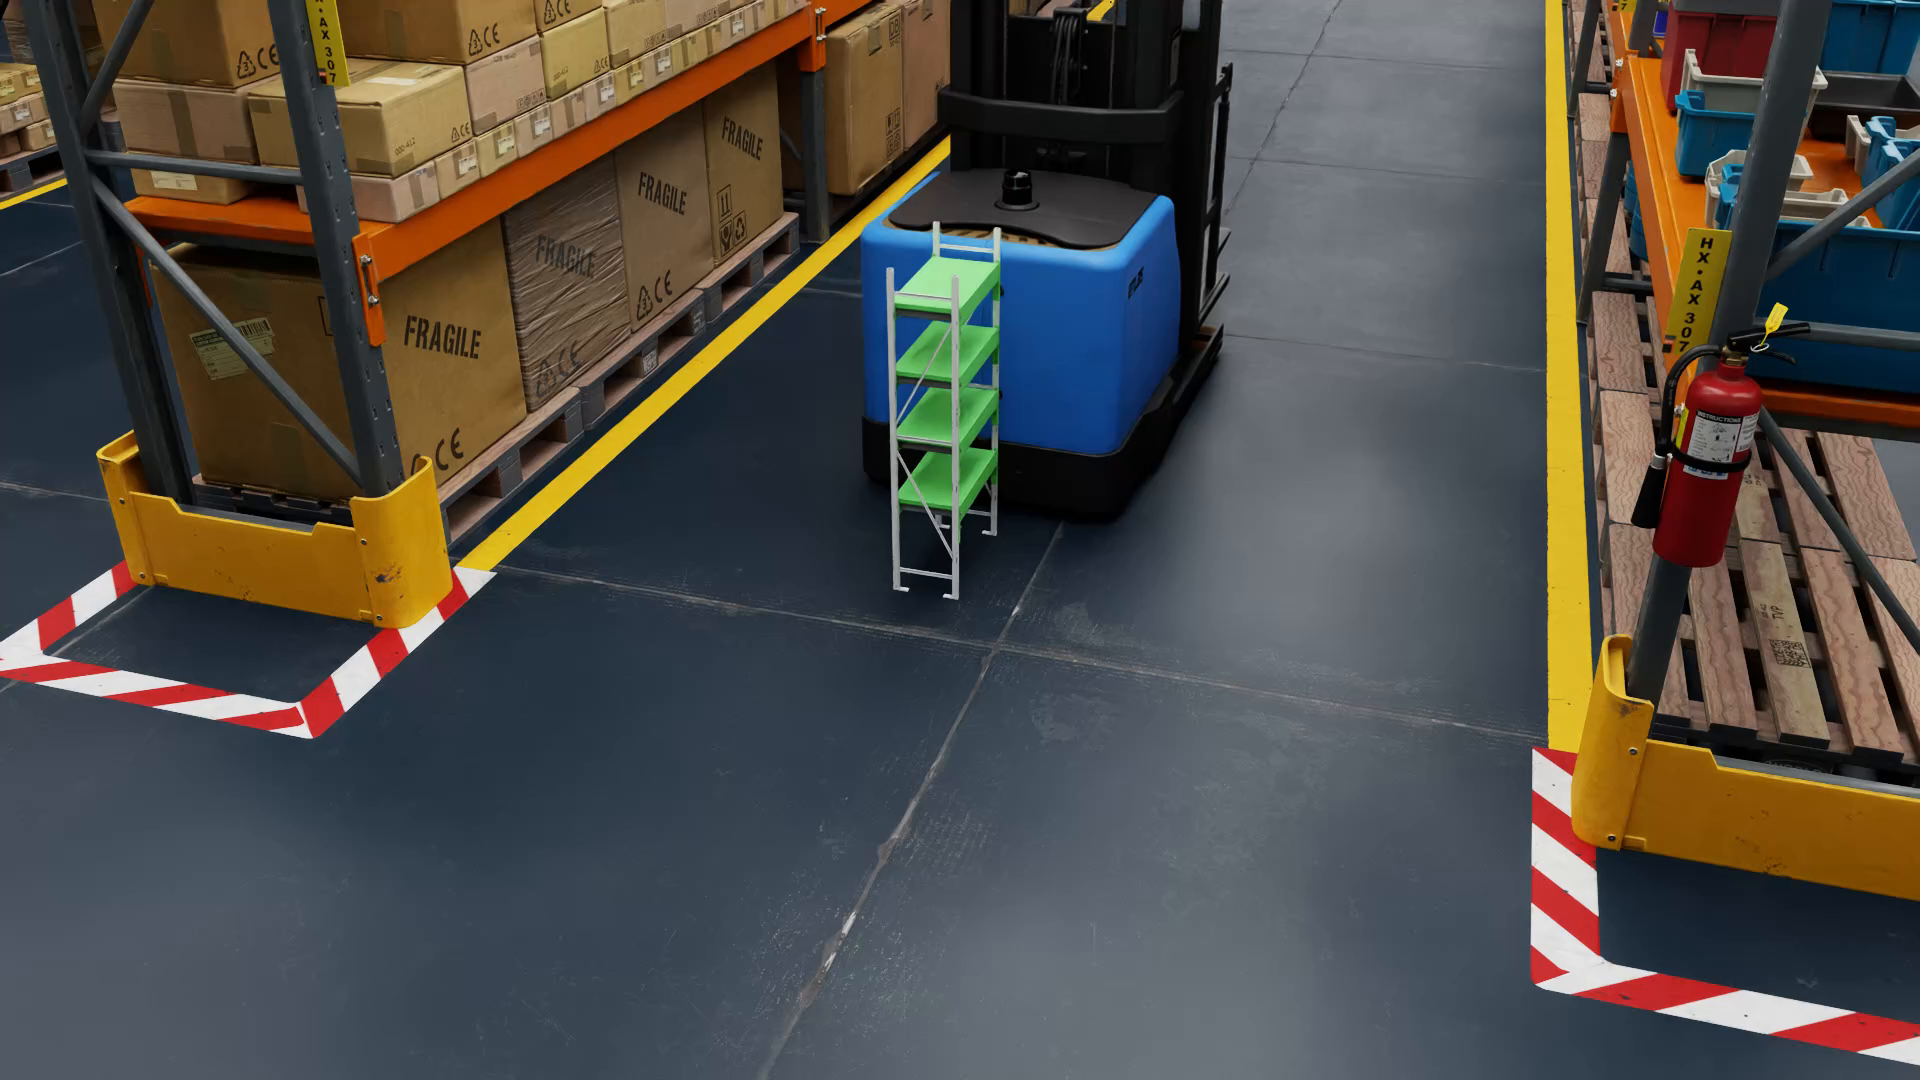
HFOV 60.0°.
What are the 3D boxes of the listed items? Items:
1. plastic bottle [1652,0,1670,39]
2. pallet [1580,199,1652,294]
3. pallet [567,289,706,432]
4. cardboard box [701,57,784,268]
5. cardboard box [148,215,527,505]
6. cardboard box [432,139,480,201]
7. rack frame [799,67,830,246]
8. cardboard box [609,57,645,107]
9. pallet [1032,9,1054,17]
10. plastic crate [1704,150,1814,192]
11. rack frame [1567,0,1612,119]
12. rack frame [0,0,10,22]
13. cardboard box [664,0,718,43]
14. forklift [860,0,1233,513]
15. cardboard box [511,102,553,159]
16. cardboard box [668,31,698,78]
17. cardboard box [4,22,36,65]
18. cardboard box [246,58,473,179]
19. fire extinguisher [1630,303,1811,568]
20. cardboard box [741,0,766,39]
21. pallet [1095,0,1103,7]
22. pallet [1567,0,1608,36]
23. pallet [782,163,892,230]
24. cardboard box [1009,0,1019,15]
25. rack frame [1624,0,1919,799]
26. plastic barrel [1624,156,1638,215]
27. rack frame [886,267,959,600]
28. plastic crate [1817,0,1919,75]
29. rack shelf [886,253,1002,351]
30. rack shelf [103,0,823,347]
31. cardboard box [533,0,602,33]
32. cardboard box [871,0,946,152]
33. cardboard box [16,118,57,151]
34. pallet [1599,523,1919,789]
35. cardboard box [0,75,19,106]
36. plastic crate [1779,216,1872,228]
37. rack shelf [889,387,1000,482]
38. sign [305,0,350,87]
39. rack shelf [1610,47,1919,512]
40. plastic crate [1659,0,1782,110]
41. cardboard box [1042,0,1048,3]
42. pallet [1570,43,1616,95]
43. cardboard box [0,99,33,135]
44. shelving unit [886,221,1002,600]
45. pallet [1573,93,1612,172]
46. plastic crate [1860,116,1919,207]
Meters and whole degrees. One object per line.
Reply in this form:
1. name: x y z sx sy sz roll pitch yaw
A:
1. plastic bottle: 3.321 -2.498 7.782 0.152 0.276 0.135 8 30 15
2. pallet: 3.780 -1.457 8.651 1.003 0.211 1.213 8 30 15
3. pallet: -1.875 -0.900 7.650 1.003 0.211 1.213 8 30 15
4. cardboard box: -1.491 -1.989 8.494 0.875 0.875 0.875 8 30 15
5. cardboard box: -2.284 -0.734 6.238 0.875 0.875 0.875 8 30 15
6. cardboard box: -1.901 -1.298 5.756 0.380 0.149 0.250 8 30 14
7. rack frame: -1.221 -3.029 8.610 1.000 3.000 0.127 8 30 15
8. cardboard box: -1.525 -1.894 6.827 0.380 0.149 0.250 8 30 14
9. pallet: 0.184 -4.033 13.282 1.003 0.211 1.213 8 30 15
10. plastic crate: 2.632 -1.185 5.505 0.298 0.136 0.250 8 30 15
11. rack frame: 4.688 -4.181 10.681 1.000 3.000 0.127 8 30 15
12. rack frame: -5.933 -3.784 9.967 1.000 3.000 0.127 8 30 15
13. cardboard box: -1.399 -2.373 7.279 0.500 0.250 0.500 9 30 16
14. forklift: 0.589 -2.084 6.981 1.130 2.935 3.031 10 31 17
15. cardboard box: -1.751 -1.538 6.188 0.380 0.149 0.250 8 30 14
16. cardboard box: -1.374 -2.134 7.259 0.380 0.149 0.250 8 30 14
17. cardboard box: -5.956 -3.255 11.155 0.500 0.500 0.500 8 30 14
18. cardboard box: -1.996 -1.419 5.564 0.500 0.250 0.500 8 30 14
19. fire extinguisher: 1.861 -0.262 4.098 0.296 0.674 0.183 8 30 15
20. cardboard box: -1.148 -2.492 7.903 0.380 0.149 0.250 8 30 14
21. pallet: 0.900 -5.167 15.320 1.003 0.211 1.213 8 30 15
22. pallet: 5.669 -4.451 14.035 1.003 0.211 1.213 8 30 15
23. pallet: -1.066 -2.180 9.952 1.003 0.211 1.213 8 30 15
24. cardboard box: -0.269 -3.826 11.795 1.225 0.875 0.875 7 30 13
25. rack frame: 2.340 -0.464 3.998 1.000 3.000 0.127 8 30 15
26. plastic barrel: 3.898 -2.169 8.789 0.600 0.901 0.708 8 30 15
27. rack frame: -0.120 -0.334 5.616 0.240 1.200 0.015 8 30 15
28. plastic crate: 3.703 -2.076 6.851 0.392 0.384 0.575 8 30 15
29. rack shelf: -0.049 -0.811 5.618 0.258 0.148 0.480 8 30 15
30. rack shelf: -1.808 -1.786 7.114 1.077 0.370 4.000 8 30 15
31. cardboard box: -1.703 -2.221 6.234 0.500 0.500 0.500 8 30 14
32. cardboard box: -0.791 -3.000 10.311 1.225 0.875 0.875 7 30 13
33. cardboard box: -5.722 -2.491 10.143 0.380 0.149 0.250 9 30 16
34. pallet: 2.619 0.377 5.355 1.003 0.211 1.213 8 30 15
35. cardboard box: -5.825 -2.655 9.825 0.380 0.149 0.250 9 30 15
36. plastic crate: 2.505 -0.912 5.014 0.396 0.136 0.243 8 30 15
37. rack shelf: -0.049 -0.392 5.851 0.258 0.148 0.480 8 30 15
38. sign: -1.866 -1.501 4.891 0.100 0.325 0.005 8 30 15
39. rack shelf: 2.927 -1.079 5.844 1.077 0.370 4.000 8 30 15
40. plastic crate: 3.012 -1.998 6.628 0.402 0.464 0.583 8 30 15
41. cardboard box: 0.441 -4.826 13.959 0.700 0.500 0.500 11 31 19
42. pallet: 4.952 -3.317 11.996 1.003 0.211 1.213 8 30 15
43. cardboard box: -5.789 -2.532 9.911 0.380 0.149 0.250 7 30 12
44. shelving unit: -0.049 -0.447 5.820 0.258 1.200 0.503 8 30 15
45. pallet: 4.496 -2.591 10.690 1.003 0.211 1.213 8 30 15
46. plastic crate: 3.202 -1.236 5.497 0.416 0.233 0.300 8 30 15
